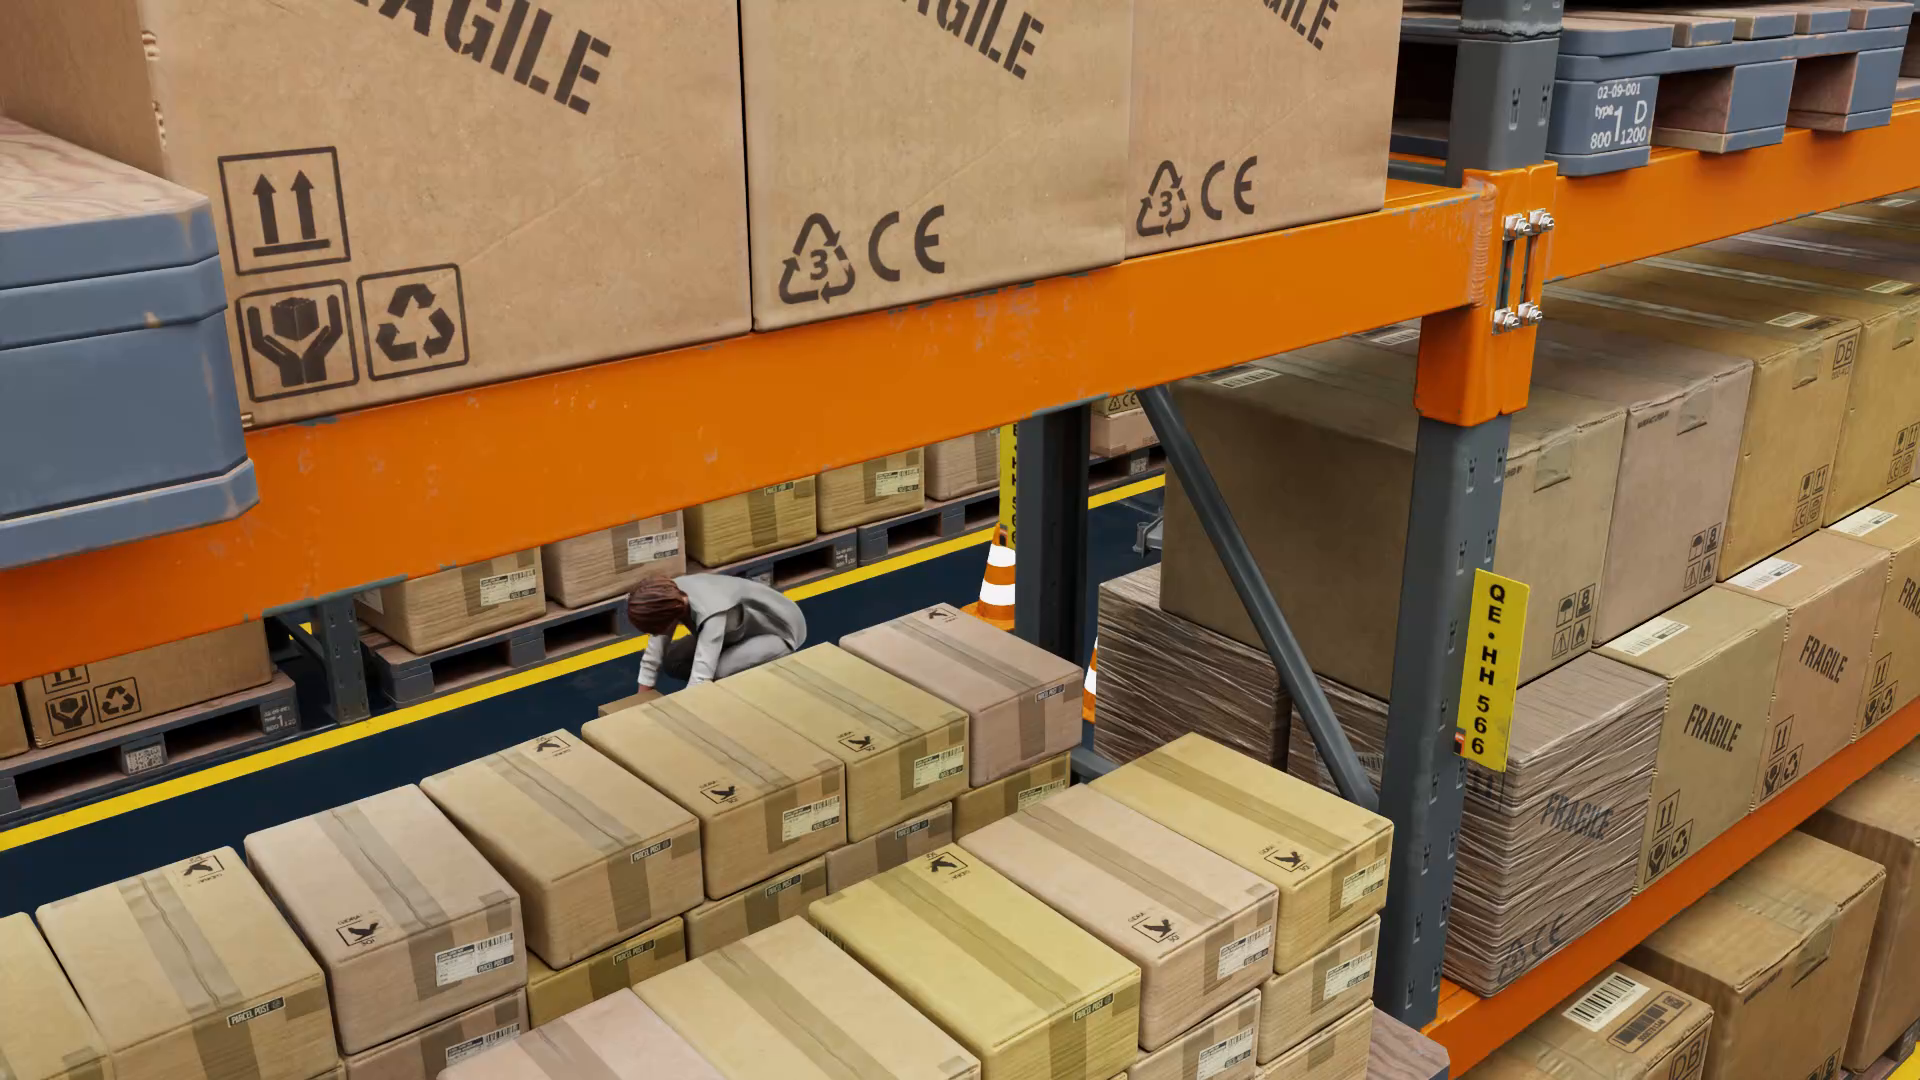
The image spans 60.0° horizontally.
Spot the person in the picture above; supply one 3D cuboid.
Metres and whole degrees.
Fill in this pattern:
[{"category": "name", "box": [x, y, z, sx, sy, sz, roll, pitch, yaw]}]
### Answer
[{"category": "person", "box": [-0.962, 0.435, 6.590, 0.803, 0.795, 0.439, -17, 27, -37]}]
